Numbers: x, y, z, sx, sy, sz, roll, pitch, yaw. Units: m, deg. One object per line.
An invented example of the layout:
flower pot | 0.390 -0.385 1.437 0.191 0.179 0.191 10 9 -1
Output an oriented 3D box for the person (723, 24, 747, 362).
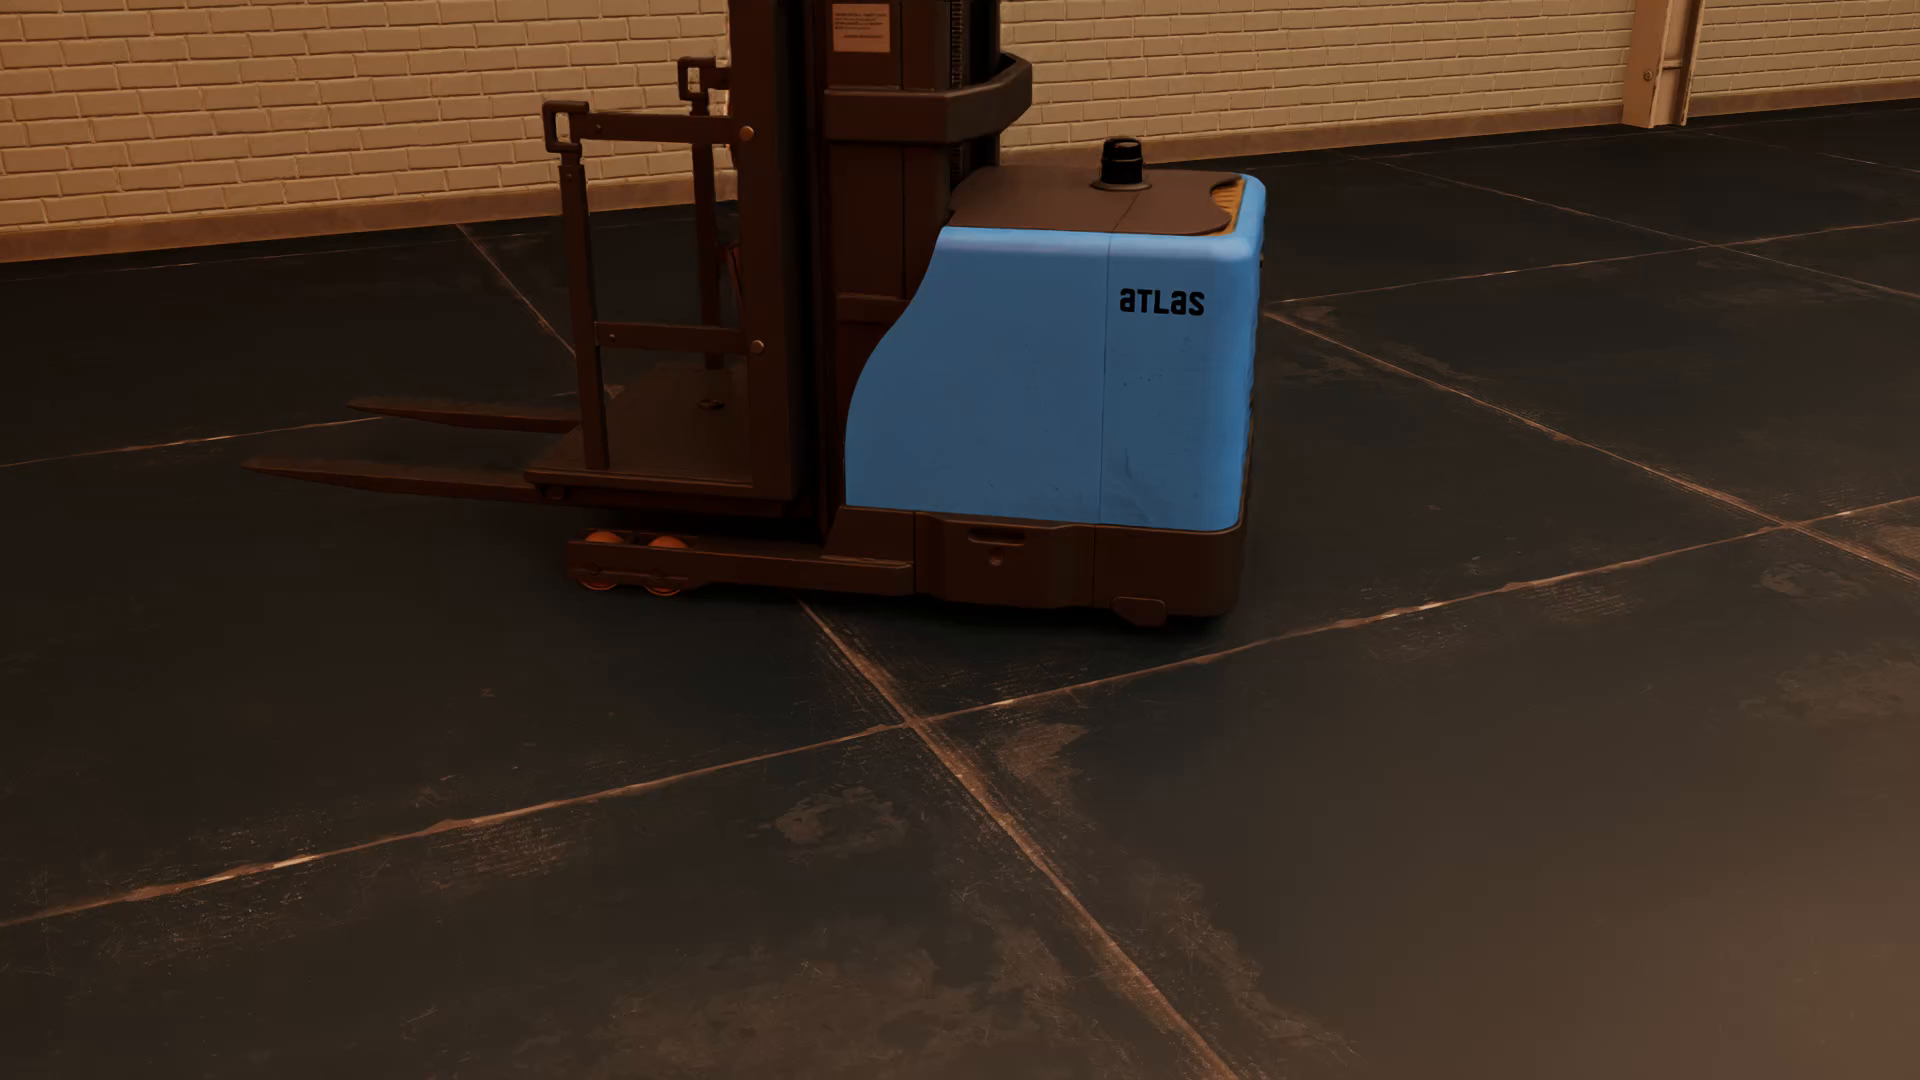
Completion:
person | -0.732 -1.616 6.723 0.441 1.744 0.873 -6 23 -14

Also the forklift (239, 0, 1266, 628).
forklift | -0.654 -1.386 4.623 3.031 2.935 1.130 4 23 10
